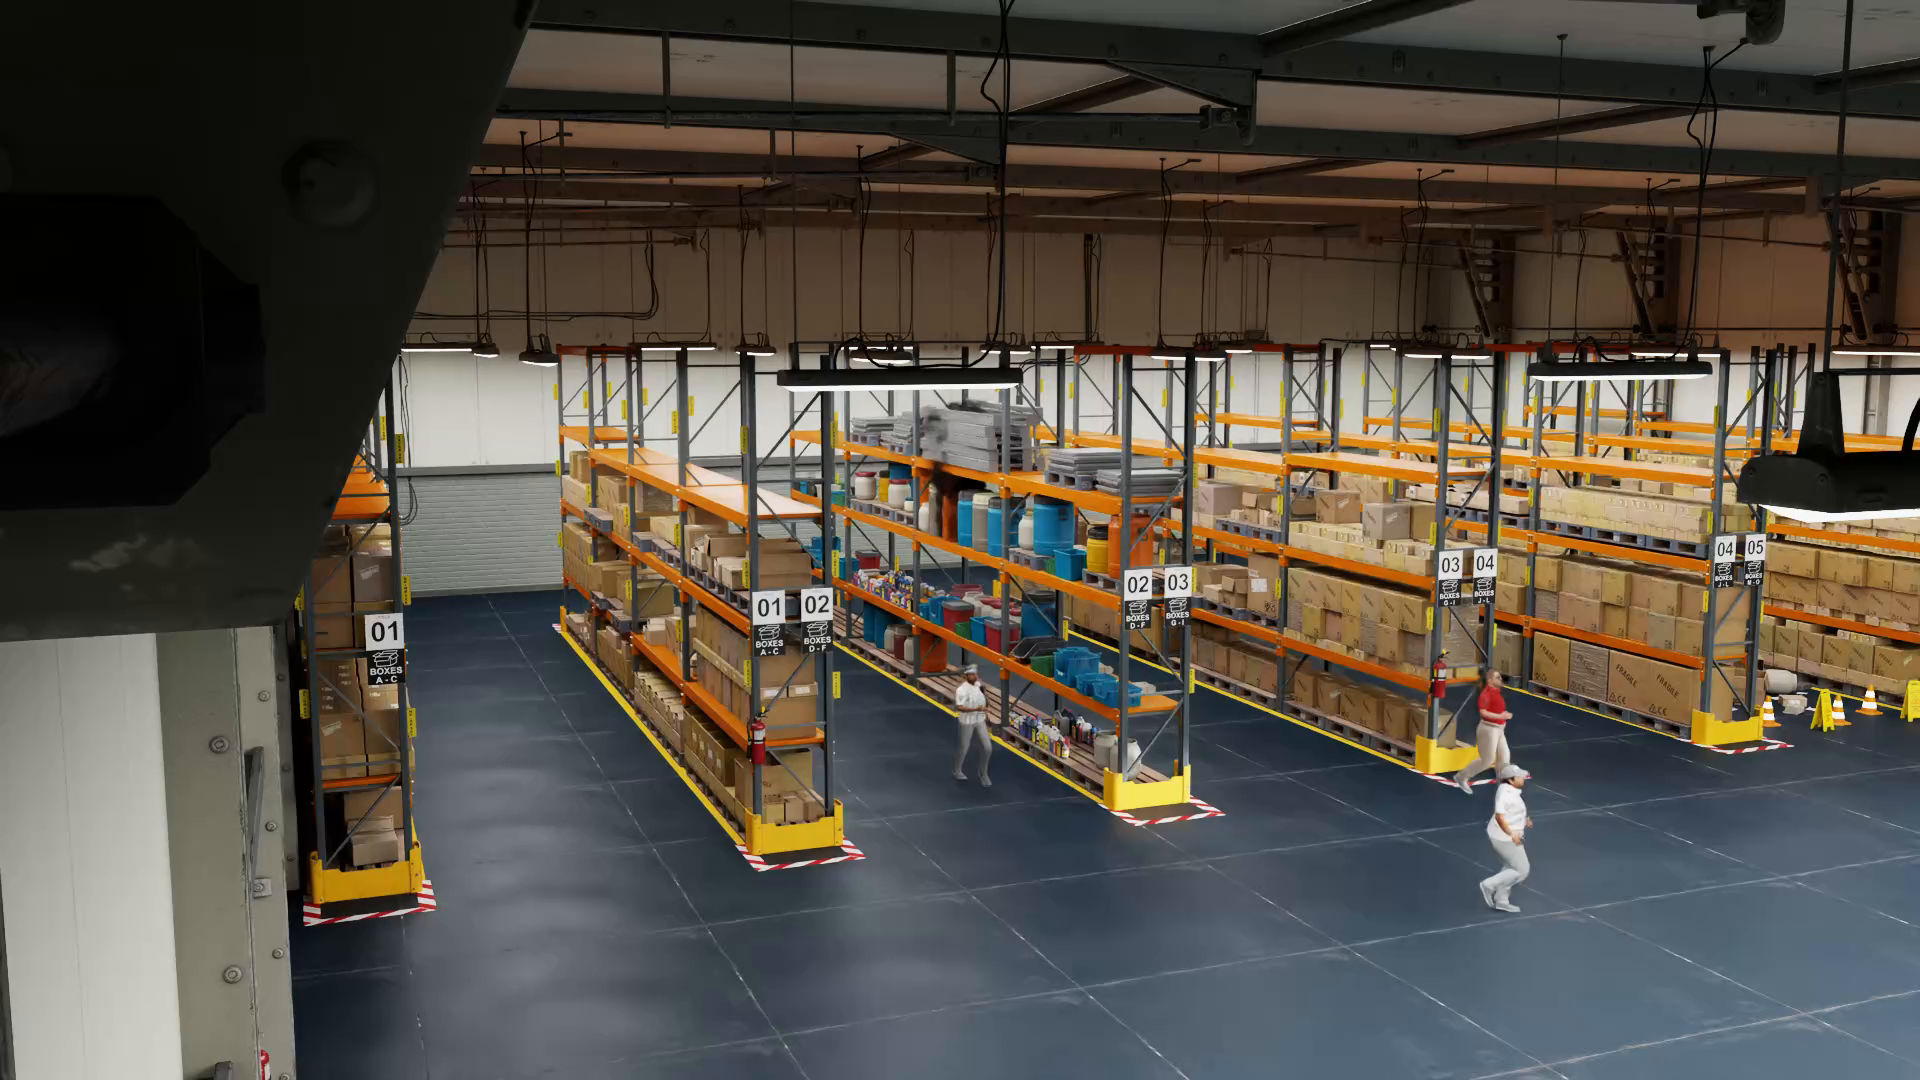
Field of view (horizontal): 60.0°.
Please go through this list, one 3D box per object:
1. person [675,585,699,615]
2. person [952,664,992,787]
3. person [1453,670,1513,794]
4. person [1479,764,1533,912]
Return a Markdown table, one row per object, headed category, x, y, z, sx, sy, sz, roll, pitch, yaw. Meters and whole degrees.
| category | x | y | z | sx | sy | sz | roll | pitch | yaw |
| --- | --- | --- | --- | --- | --- | --- | --- | --- | --- |
| person | -5.636 | 1.203 | 34.655 | 0.544 | 1.460 | 0.587 | -5 | 9 | -33 |
| person | 0.182 | 2.571 | 23.114 | 0.568 | 1.750 | 0.739 | -4 | 8 | -31 |
| person | 7.171 | 2.628 | 22.504 | 0.866 | 1.759 | 0.675 | 4 | 8 | 31 |
| person | 5.953 | 3.242 | 18.114 | 0.586 | 1.639 | 0.598 | 1 | 7 | 10 |
